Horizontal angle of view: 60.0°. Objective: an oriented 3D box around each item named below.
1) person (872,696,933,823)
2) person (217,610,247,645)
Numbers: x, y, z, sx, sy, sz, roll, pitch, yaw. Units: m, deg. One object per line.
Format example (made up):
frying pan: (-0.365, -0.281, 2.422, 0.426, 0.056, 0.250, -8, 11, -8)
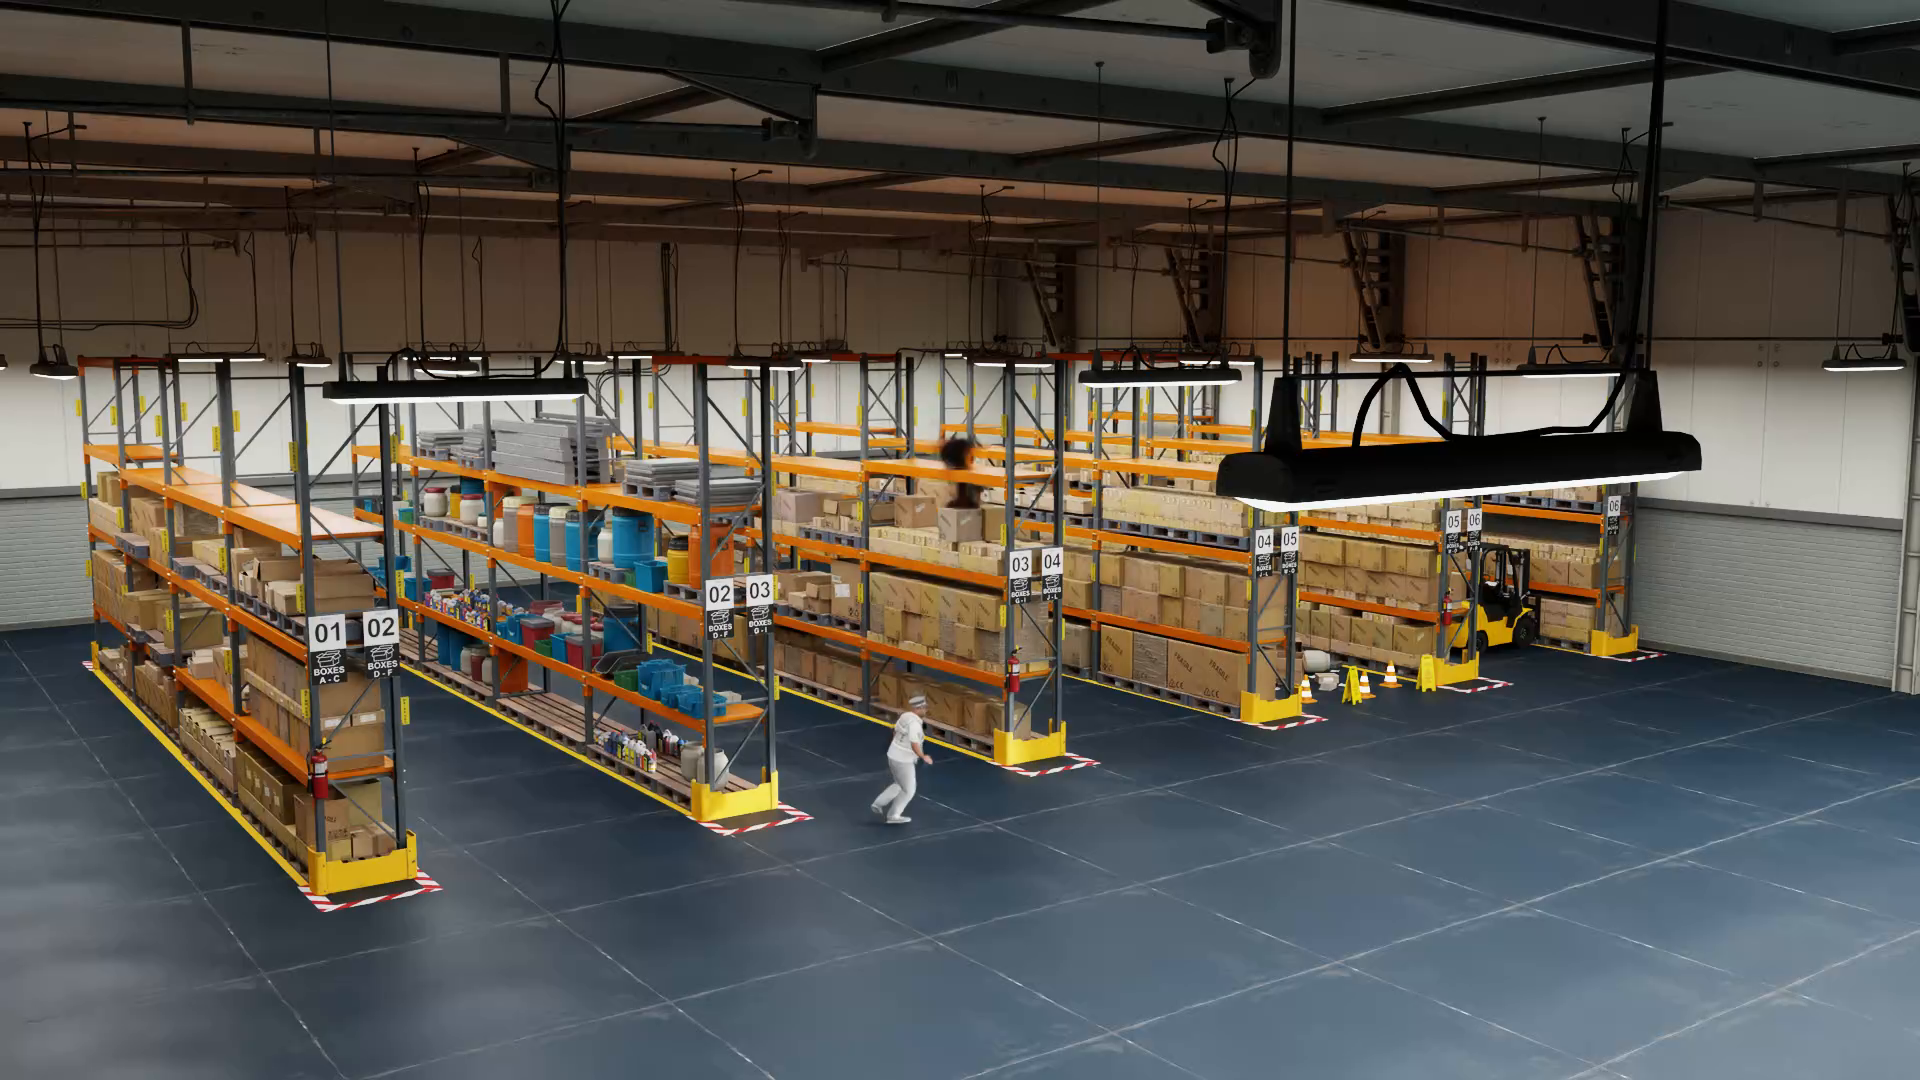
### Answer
person: (-0.760, 2.868, 21.725, 0.777, 1.679, 0.651, -2, 7, -18)
person: (-14.815, 1.414, 33.298, 0.998, 1.775, 0.695, 2, 7, 19)
